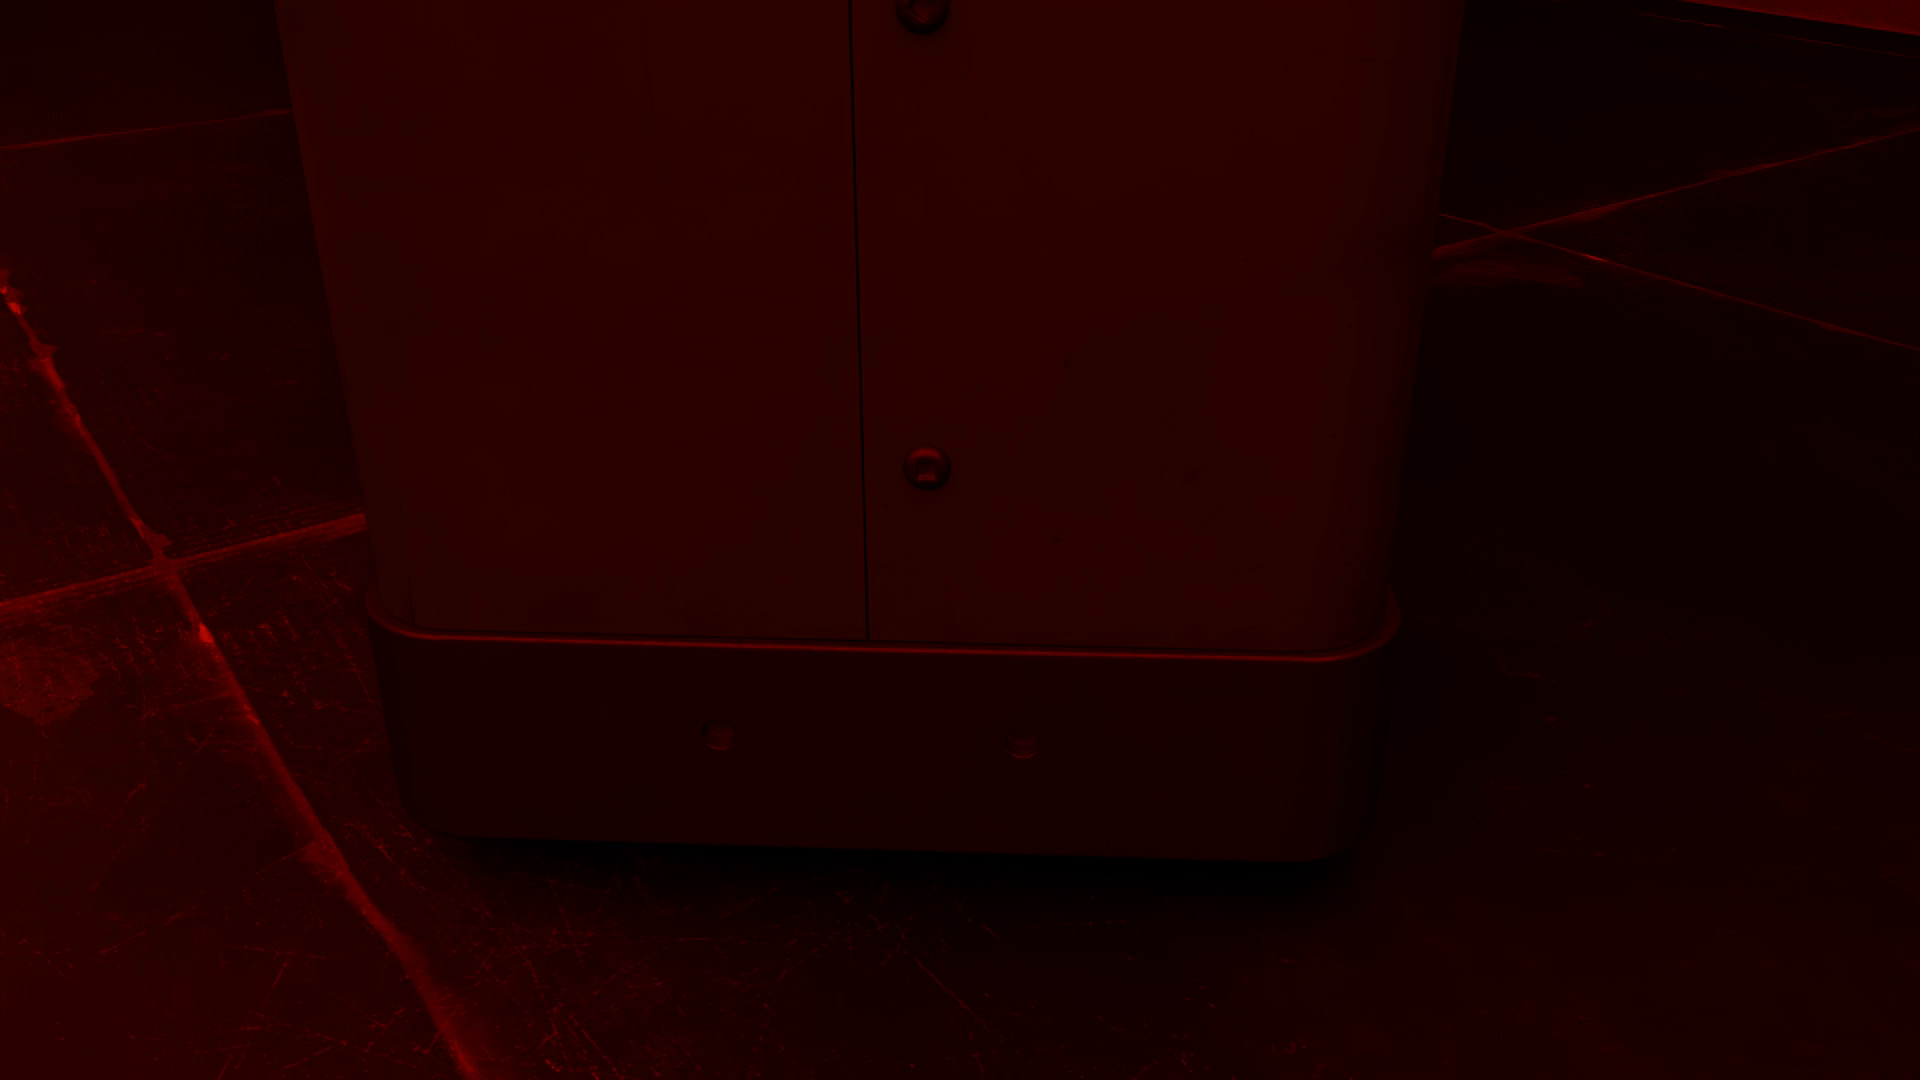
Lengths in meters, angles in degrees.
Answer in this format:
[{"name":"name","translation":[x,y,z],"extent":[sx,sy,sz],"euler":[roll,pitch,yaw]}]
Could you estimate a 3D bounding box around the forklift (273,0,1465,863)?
[{"name":"forklift","translation":[-0.013,-1.605,2.431],"extent":[1.130,2.935,3.031],"euler":[1,27,3]}]
